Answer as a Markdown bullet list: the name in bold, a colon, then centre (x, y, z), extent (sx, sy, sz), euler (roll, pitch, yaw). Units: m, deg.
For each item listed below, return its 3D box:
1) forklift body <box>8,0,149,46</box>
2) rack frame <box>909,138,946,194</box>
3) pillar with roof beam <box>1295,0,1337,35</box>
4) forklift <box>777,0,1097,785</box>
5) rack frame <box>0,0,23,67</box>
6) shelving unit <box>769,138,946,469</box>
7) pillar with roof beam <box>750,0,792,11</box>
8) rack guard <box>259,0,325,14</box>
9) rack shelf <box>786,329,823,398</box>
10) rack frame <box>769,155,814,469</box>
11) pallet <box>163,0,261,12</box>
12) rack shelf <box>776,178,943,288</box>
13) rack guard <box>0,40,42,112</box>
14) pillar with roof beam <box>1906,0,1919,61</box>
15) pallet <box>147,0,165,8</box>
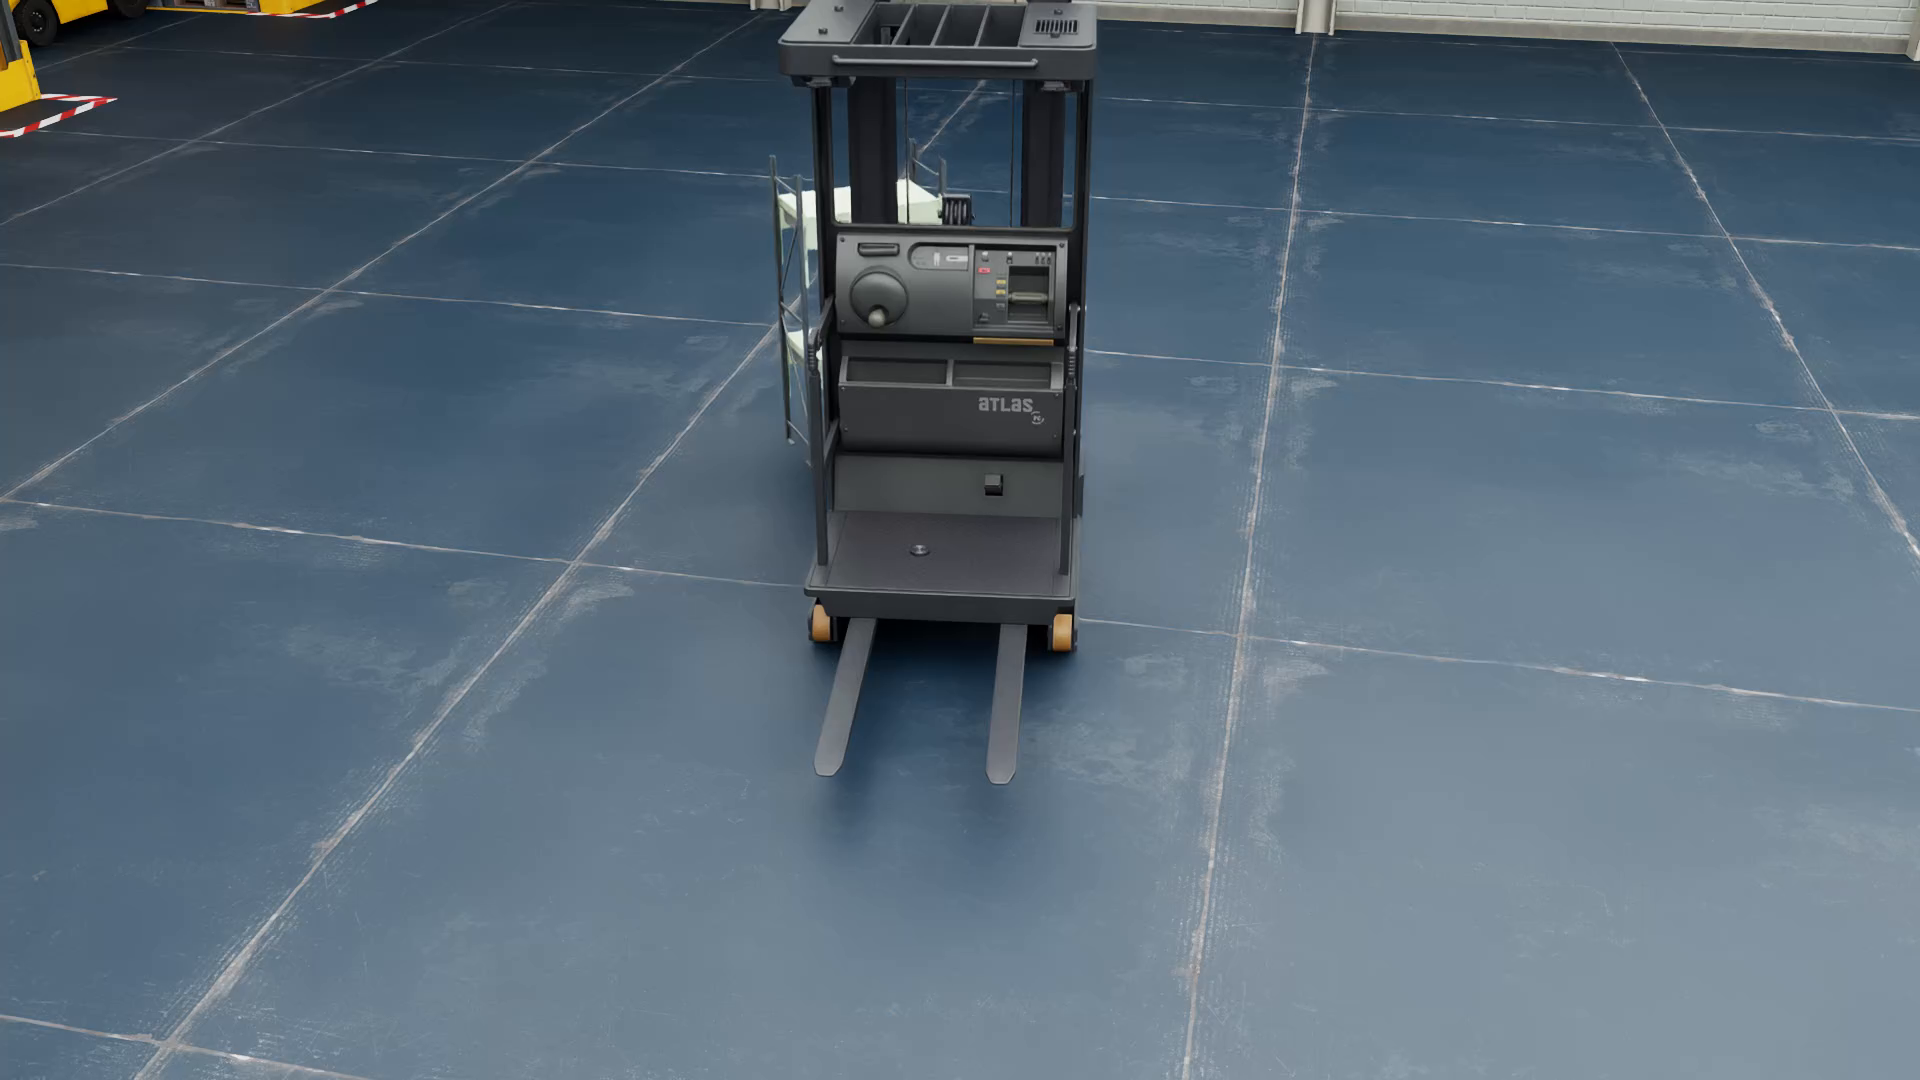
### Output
- **forklift body**: centre (-9.728, -6.366, 17.138), extent (1.214, 2.155, 2.313), euler (6, 29, 11)
- **rack frame**: centre (-0.159, -1.255, 8.475), extent (0.023, 1.500, 0.400), euler (-12, 30, -22)
- **pillar with roof beam**: centre (2.851, -7.304, 11.721), extent (0.400, 9.000, 9.100), euler (6, 29, 11)
- **forklift**: centre (-0.049, -0.984, 6.496), extent (1.130, 2.935, 3.031), euler (2, 29, 4)
- **rack frame**: centre (-8.526, -5.073, 13.894), extent (0.127, 3.000, 1.000), euler (6, 29, 11)
- **shelving unit**: centre (-0.492, -1.181, 8.340), extent (0.755, 1.500, 0.431), euler (-12, 30, -22)
- **pillar with roof beam**: centre (-3.017, -7.906, 12.820), extent (0.400, 9.000, 9.100), euler (6, 29, 11)
- **rack guard**: centre (-7.469, -6.306, 18.748), extent (0.348, 0.500, 1.175), euler (6, 29, 11)
- **rack shelf**: centre (-0.490, -0.894, 8.494), extent (0.720, 0.370, 0.431), euler (-12, 30, -22)
- **rack frame**: centre (-0.824, -1.108, 8.206), extent (0.023, 1.500, 0.400), euler (-12, 30, -22)
- **pallet**: centre (-8.249, -6.239, 18.926), extent (1.213, 0.211, 1.003), euler (6, 29, 11)
- **rack shelf**: centre (-0.493, -1.525, 8.157), extent (0.720, 0.370, 0.431), euler (-12, 30, -22)
- **rack guard**: centre (-8.600, -3.985, 14.508), extent (0.348, 0.500, 1.175), euler (6, 29, 11)
- **pillar with roof beam**: centre (8.719, -6.703, 10.622), extent (0.400, 9.000, 9.100), euler (6, 29, 11)
- **pallet**: centre (-9.439, -6.362, 19.151), extent (1.213, 0.211, 1.003), euler (6, 29, 11)
